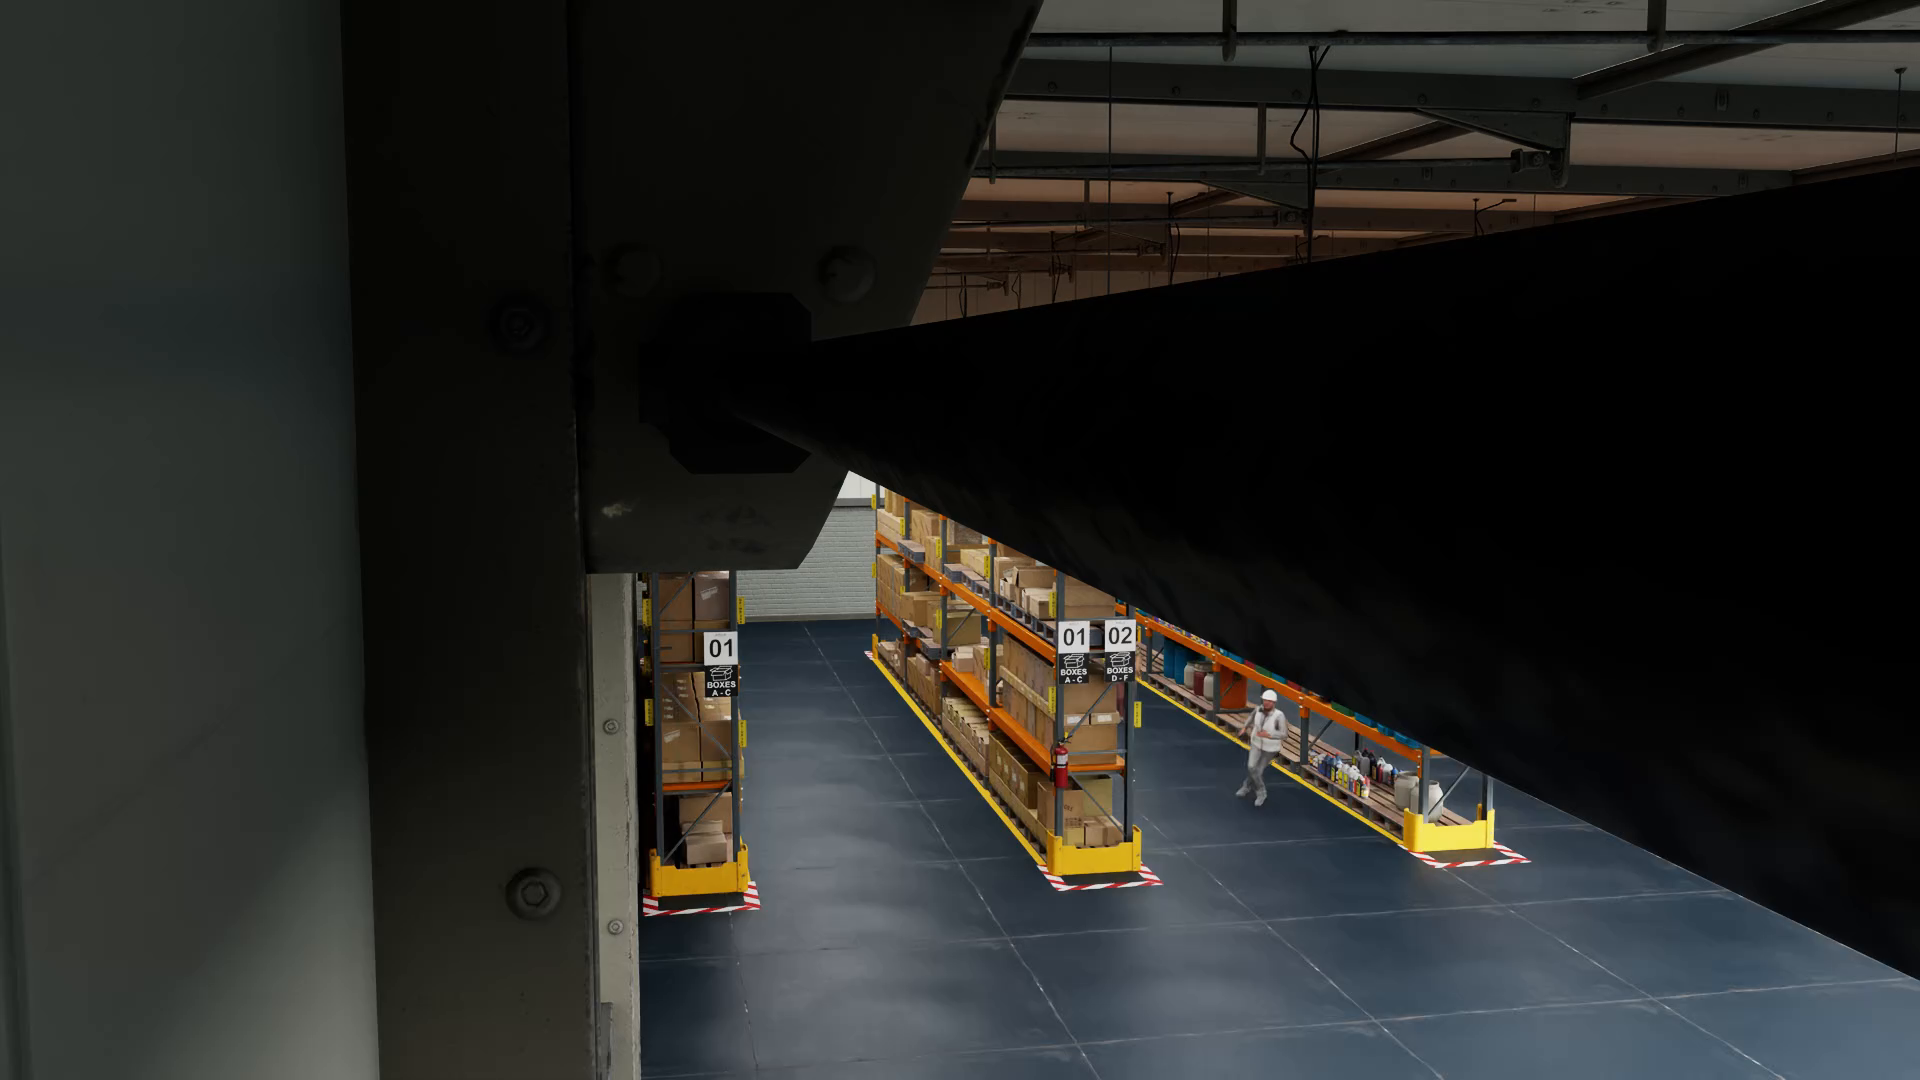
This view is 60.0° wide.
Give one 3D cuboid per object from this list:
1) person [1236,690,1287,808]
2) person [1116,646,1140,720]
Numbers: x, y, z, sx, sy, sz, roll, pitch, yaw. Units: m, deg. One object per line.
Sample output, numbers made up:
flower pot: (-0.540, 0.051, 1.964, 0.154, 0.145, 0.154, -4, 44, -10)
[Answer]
person: (4.393, 2.996, 24.209, 0.780, 1.708, 0.701, 2, 6, 21)
person: (2.952, 2.473, 29.523, 0.561, 1.714, 0.800, -1, 6, -6)
